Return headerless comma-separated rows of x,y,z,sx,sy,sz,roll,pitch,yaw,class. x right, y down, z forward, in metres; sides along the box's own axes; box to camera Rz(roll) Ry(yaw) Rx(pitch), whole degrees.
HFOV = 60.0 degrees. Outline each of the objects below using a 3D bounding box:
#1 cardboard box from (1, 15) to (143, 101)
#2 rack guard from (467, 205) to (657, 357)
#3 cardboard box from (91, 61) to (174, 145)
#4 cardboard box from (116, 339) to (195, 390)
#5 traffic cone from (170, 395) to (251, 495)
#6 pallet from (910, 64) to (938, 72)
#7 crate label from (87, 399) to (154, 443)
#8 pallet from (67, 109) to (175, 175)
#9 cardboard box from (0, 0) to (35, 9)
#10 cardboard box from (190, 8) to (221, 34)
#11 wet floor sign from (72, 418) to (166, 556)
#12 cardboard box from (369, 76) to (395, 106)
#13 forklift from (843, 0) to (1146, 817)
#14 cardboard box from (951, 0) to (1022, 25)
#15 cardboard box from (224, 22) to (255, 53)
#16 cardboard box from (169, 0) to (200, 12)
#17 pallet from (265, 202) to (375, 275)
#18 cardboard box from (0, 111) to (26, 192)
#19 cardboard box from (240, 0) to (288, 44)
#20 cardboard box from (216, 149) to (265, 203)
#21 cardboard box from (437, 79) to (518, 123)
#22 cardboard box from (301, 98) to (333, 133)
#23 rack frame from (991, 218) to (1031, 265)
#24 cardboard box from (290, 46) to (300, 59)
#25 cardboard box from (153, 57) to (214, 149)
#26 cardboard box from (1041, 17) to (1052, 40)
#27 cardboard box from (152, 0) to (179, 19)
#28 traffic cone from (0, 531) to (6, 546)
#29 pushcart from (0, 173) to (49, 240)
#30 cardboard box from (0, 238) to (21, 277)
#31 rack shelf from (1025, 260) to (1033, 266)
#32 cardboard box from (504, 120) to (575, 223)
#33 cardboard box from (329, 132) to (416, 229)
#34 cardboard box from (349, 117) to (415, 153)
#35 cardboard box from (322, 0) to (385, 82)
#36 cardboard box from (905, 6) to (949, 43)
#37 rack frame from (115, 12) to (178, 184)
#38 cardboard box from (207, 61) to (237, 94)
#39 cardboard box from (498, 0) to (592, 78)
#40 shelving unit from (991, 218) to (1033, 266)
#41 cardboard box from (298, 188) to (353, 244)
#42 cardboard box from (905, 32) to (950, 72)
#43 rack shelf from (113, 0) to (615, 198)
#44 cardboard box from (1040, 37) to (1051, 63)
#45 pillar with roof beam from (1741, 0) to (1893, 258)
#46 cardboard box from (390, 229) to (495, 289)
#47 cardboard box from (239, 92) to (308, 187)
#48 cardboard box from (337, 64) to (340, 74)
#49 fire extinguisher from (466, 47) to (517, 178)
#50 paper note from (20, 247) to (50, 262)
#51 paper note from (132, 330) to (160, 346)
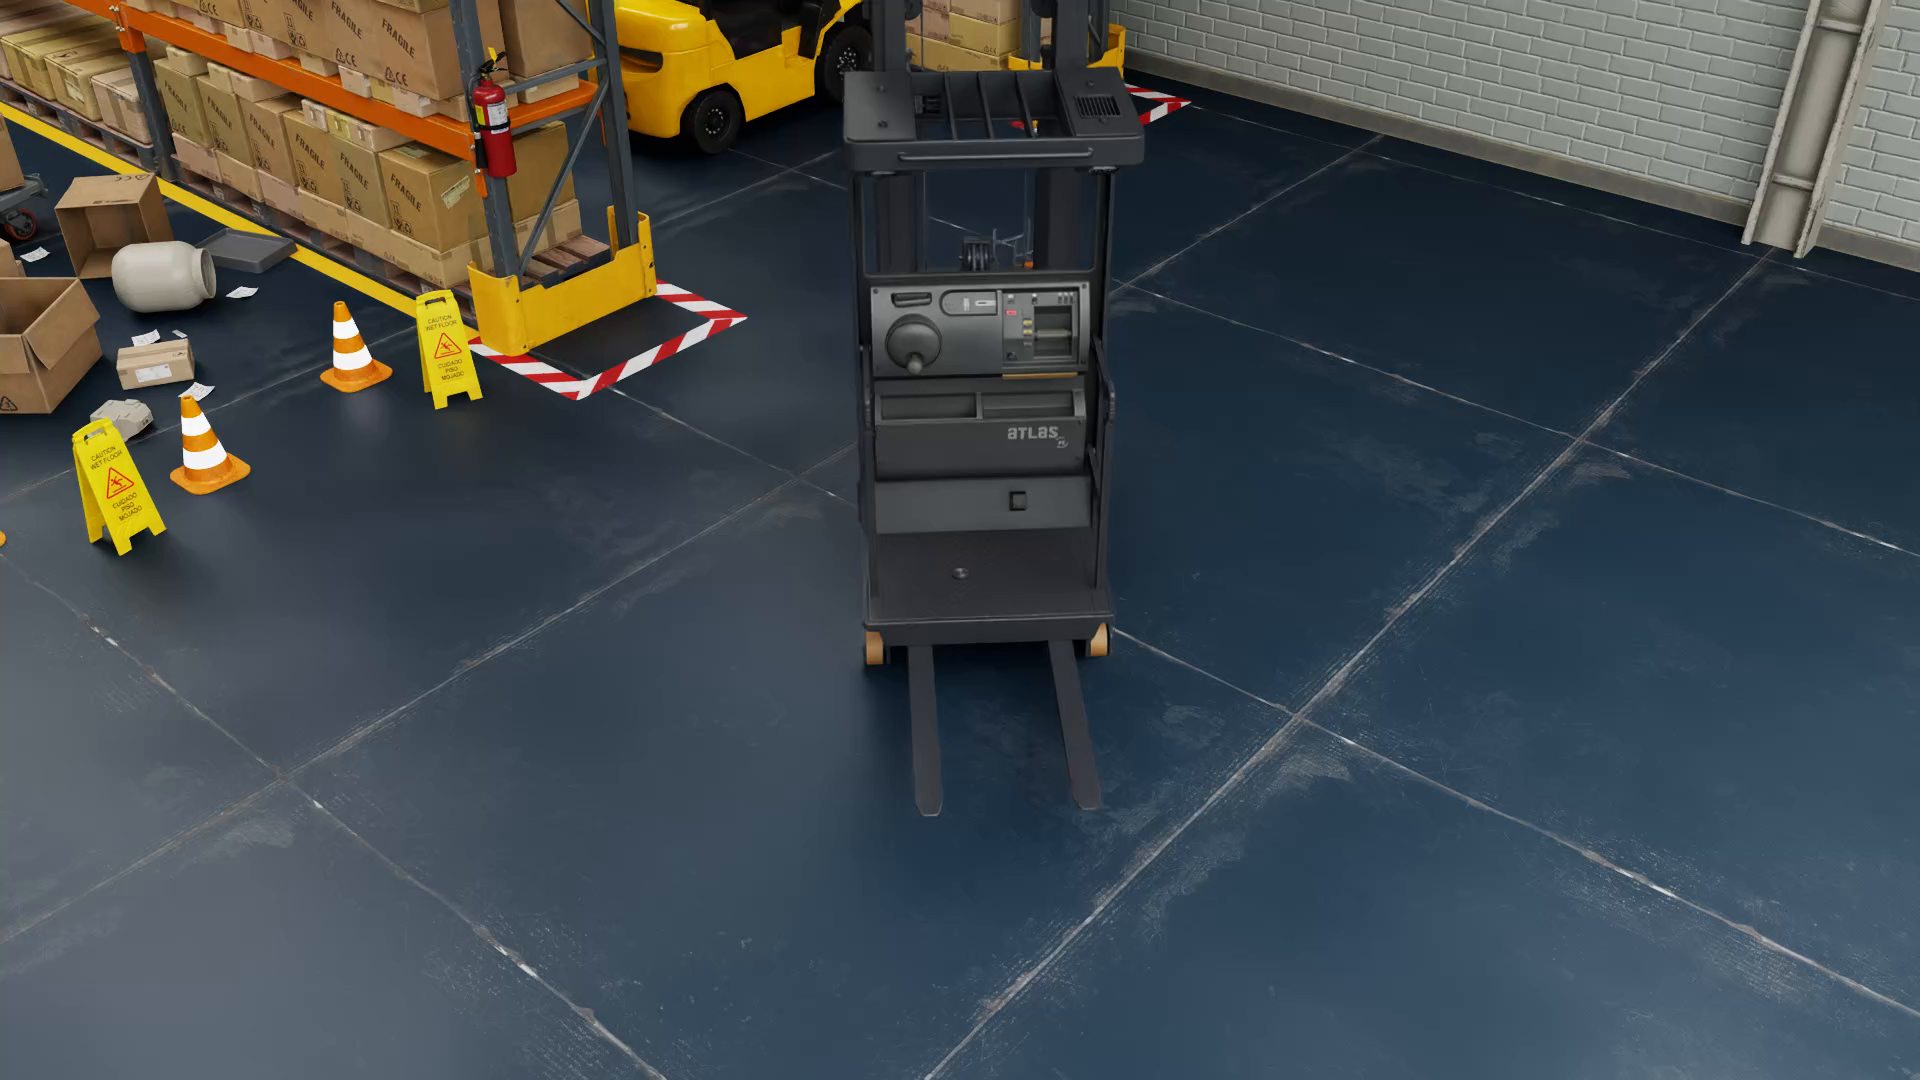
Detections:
-6.909,-3.832,13.131,0.625,0.372,0.950,27,43,33,cardboard box
-2.398,-1.592,10.126,0.348,0.500,1.175,25,42,32,rack guard
-5.819,-3.322,12.388,0.625,0.372,0.950,26,42,32,cardboard box
-4.639,-1.015,9.597,0.380,0.149,0.250,-12,36,-17,cardboard box
-3.945,-0.537,8.624,0.334,0.463,0.336,25,42,32,traffic cone
0.219,-3.865,13.691,1.213,0.211,1.003,25,42,32,pallet
-4.589,-0.661,9.091,0.298,0.136,0.250,6,35,8,crate label
-6.013,-3.175,12.687,1.213,0.211,1.003,25,42,32,pallet
-8.060,-4.373,13.919,0.625,0.372,0.950,22,40,29,cardboard box
-4.758,-3.430,10.816,0.250,0.149,0.380,27,43,33,cardboard box
-4.140,-0.285,8.095,0.232,0.644,0.267,18,38,24,wet floor sign
-3.213,-2.679,9.724,0.250,0.149,0.380,24,41,31,cardboard box
0.102,-0.840,6.885,1.130,2.935,3.031,-2,35,-3,forklift
0.280,-4.239,12.947,0.500,0.250,0.500,27,43,33,cardboard box
-4.400,-3.219,10.509,0.250,0.149,0.380,25,42,32,cardboard box
-4.854,-3.755,10.717,0.500,0.500,0.500,25,42,32,cardboard box
-3.933,-2.224,11.303,1.213,0.211,1.003,25,42,32,pallet
-6.530,-2.540,10.838,0.500,0.500,0.500,25,42,32,cardboard box
-4.075,-3.393,10.190,0.500,0.500,0.500,26,42,32,cardboard box
-4.716,-2.564,11.391,0.500,0.250,0.500,28,43,34,cardboard box
-2.764,-2.534,9.511,0.250,0.149,0.380,27,43,33,cardboard box
-3.840,-2.680,10.325,0.250,0.149,0.380,27,43,34,cardboard box
0.262,-1.124,8.826,0.240,1.200,0.006,-20,39,-27,rack frame
-3.926,-3.096,10.330,0.250,0.149,0.380,25,42,32,cardboard box
-5.133,-3.061,11.453,0.500,0.500,0.500,27,43,34,cardboard box
0.605,-4.262,13.423,0.500,0.250,0.500,26,42,33,cardboard box
-5.150,-3.617,11.090,0.250,0.149,0.380,27,43,33,cardboard box
-4.929,-0.169,8.087,0.334,0.463,0.336,25,42,32,traffic cone
-6.834,-1.953,10.760,0.936,0.377,1.648,12,36,16,pushcart
-6.034,-1.491,9.857,0.503,0.637,0.797,25,42,32,cardboard box
0.311,-1.340,8.584,0.258,0.103,0.180,-20,39,-27,rack shelf
-2.802,-2.364,10.439,0.500,0.500,0.500,24,41,30,cardboard box
-3.526,-2.308,10.356,0.500,0.500,0.500,27,43,33,cardboard box
-3.448,-2.491,10.051,0.250,0.149,0.380,27,43,33,cardboard box
-3.315,-3.019,9.645,0.500,0.500,0.500,25,42,32,cardboard box
-0.120,-4.228,13.373,0.500,0.250,0.500,25,42,31,cardboard box
-5.414,-4.044,11.488,0.127,3.000,1.000,25,42,32,rack frame
-4.680,-3.072,10.896,0.250,0.149,0.380,27,43,33,cardboard box
-2.526,-3.051,9.692,0.500,0.500,0.500,25,41,31,cardboard box
0.312,-1.080,8.763,0.258,1.200,0.189,-20,39,-27,shelving unit
-3.932,-2.188,10.845,0.500,0.250,0.500,24,41,30,cardboard box
-0.106,-4.012,13.501,0.500,0.250,0.500,25,42,32,cardboard box
-3.877,-3.023,10.637,4.000,0.370,1.077,25,42,32,rack shelf
0.581,-4.058,13.568,0.500,0.250,0.500,25,42,32,cardboard box
2.731,-3.827,5.873,0.400,9.000,9.100,25,42,32,pillar with roof beam
-3.152,-1.819,10.307,0.500,0.250,0.500,25,42,32,cardboard box
-4.317,-2.684,10.904,0.500,0.500,0.500,28,43,34,cardboard box
-3.537,-2.913,10.064,0.250,0.149,0.380,26,42,32,cardboard box
-2.547,-2.321,9.048,0.183,0.674,0.296,25,42,32,fire extinguisher
-6.098,-1.885,10.968,0.142,0.019,0.148,25,42,32,paper note
-4.897,-1.215,10.003,0.148,0.019,0.142,-18,38,-25,paper note
